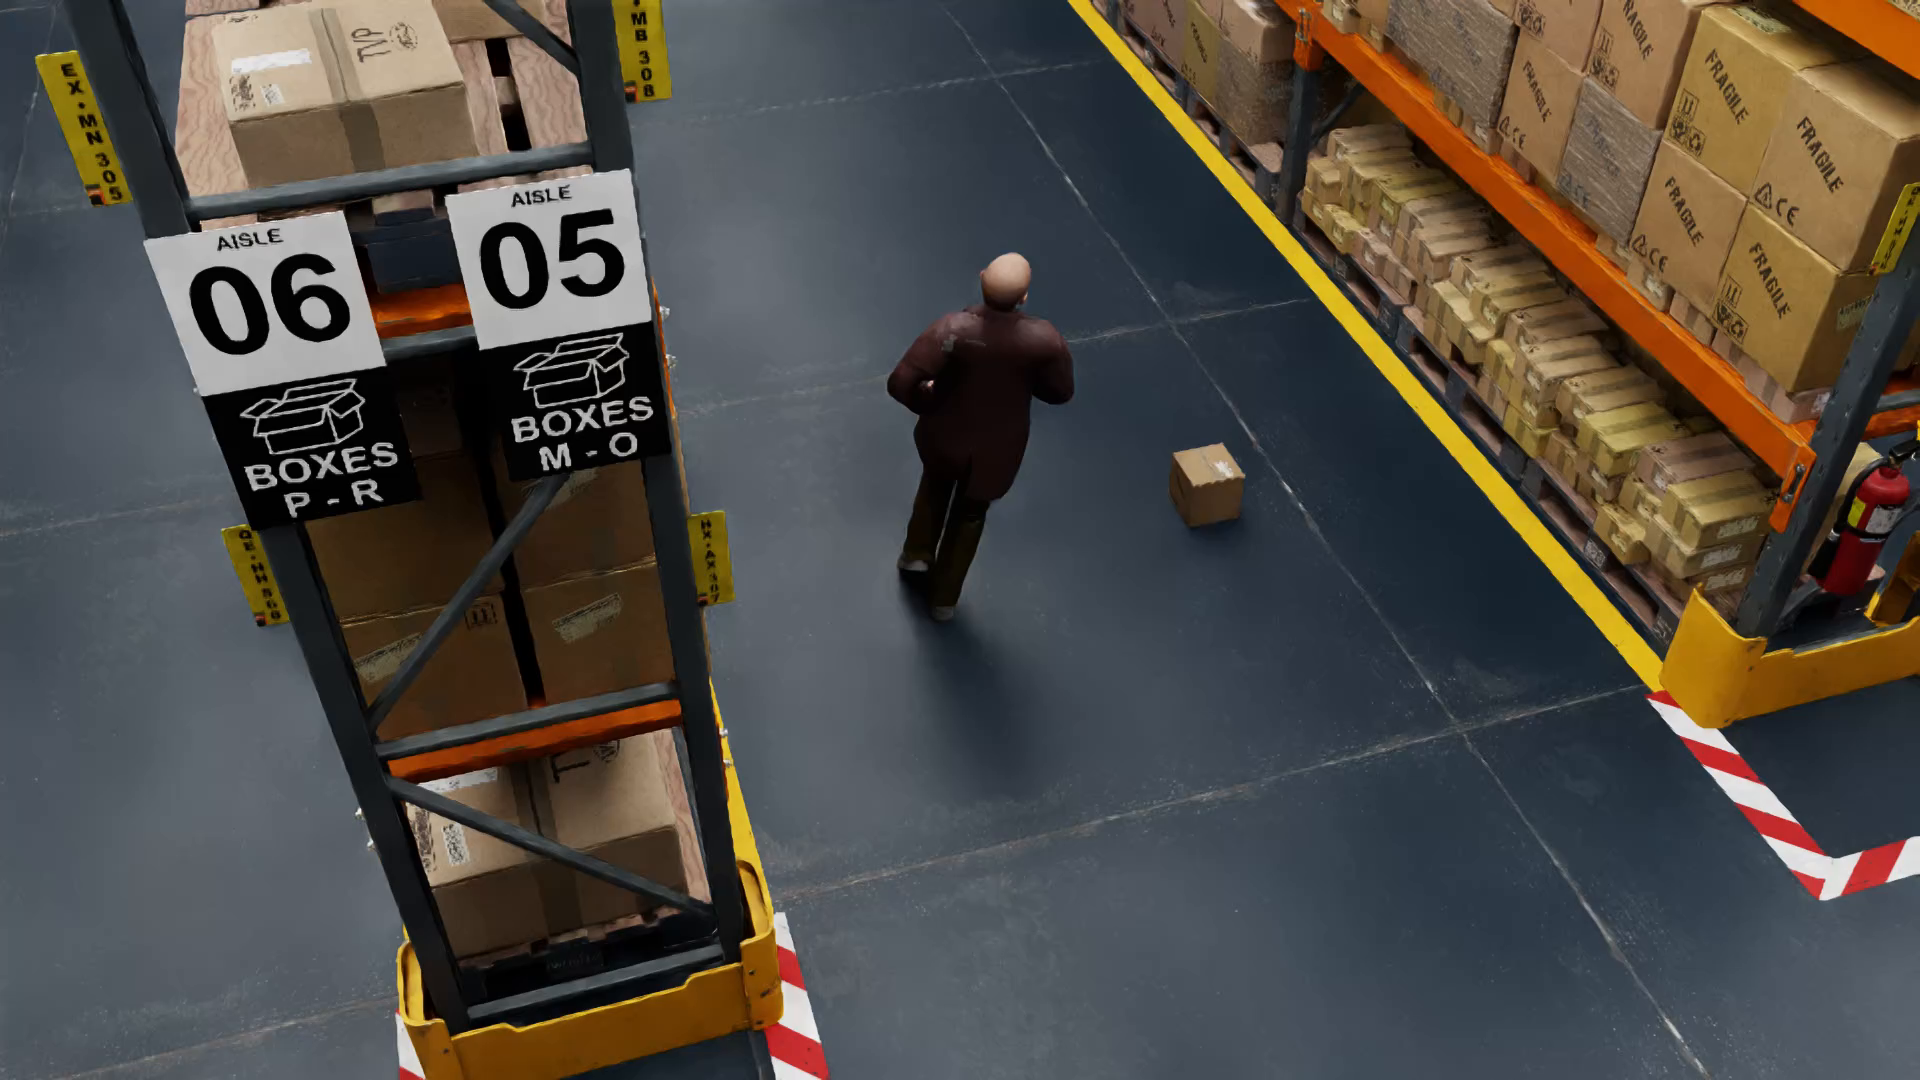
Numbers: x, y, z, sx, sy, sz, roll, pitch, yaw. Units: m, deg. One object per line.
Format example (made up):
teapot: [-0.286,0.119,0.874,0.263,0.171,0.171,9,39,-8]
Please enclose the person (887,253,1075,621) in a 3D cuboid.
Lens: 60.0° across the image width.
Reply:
person: [0.077,-0.420,6.698,0.748,1.790,0.582,4,42,4]
